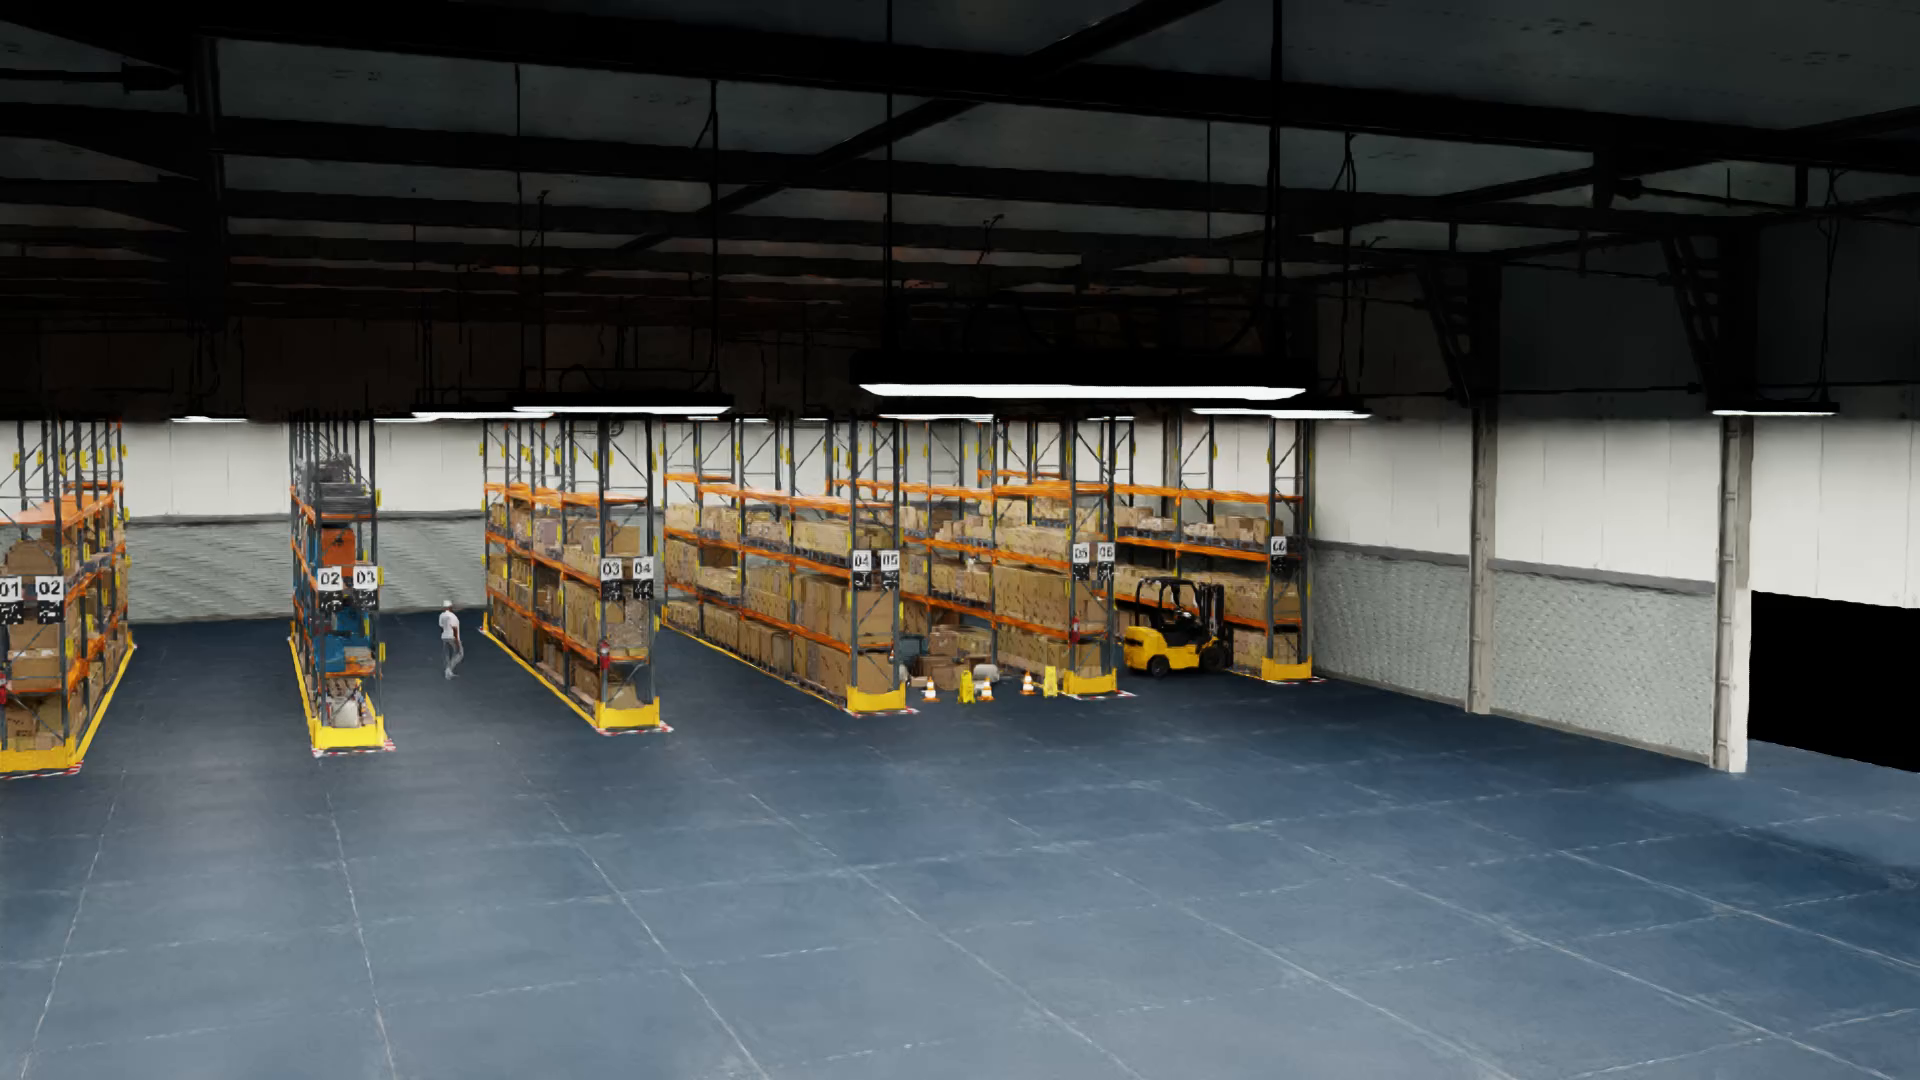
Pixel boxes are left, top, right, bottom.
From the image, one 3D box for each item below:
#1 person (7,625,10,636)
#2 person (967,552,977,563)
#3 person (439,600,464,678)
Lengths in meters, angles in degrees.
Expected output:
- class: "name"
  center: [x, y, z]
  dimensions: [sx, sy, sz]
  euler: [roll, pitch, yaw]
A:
- class: "person"
  center: [-24.801, 1.856, 43.137]
  dimensions: [0.551, 1.672, 0.685]
  euler: [1, 4, 14]
- class: "person"
  center: [0.491, 1.148, 52.988]
  dimensions: [0.652, 1.746, 0.548]
  euler: [3, 5, 41]
- class: "person"
  center: [-11.461, 2.222, 37.382]
  dimensions: [0.607, 1.761, 0.456]
  euler: [3, 5, 38]
